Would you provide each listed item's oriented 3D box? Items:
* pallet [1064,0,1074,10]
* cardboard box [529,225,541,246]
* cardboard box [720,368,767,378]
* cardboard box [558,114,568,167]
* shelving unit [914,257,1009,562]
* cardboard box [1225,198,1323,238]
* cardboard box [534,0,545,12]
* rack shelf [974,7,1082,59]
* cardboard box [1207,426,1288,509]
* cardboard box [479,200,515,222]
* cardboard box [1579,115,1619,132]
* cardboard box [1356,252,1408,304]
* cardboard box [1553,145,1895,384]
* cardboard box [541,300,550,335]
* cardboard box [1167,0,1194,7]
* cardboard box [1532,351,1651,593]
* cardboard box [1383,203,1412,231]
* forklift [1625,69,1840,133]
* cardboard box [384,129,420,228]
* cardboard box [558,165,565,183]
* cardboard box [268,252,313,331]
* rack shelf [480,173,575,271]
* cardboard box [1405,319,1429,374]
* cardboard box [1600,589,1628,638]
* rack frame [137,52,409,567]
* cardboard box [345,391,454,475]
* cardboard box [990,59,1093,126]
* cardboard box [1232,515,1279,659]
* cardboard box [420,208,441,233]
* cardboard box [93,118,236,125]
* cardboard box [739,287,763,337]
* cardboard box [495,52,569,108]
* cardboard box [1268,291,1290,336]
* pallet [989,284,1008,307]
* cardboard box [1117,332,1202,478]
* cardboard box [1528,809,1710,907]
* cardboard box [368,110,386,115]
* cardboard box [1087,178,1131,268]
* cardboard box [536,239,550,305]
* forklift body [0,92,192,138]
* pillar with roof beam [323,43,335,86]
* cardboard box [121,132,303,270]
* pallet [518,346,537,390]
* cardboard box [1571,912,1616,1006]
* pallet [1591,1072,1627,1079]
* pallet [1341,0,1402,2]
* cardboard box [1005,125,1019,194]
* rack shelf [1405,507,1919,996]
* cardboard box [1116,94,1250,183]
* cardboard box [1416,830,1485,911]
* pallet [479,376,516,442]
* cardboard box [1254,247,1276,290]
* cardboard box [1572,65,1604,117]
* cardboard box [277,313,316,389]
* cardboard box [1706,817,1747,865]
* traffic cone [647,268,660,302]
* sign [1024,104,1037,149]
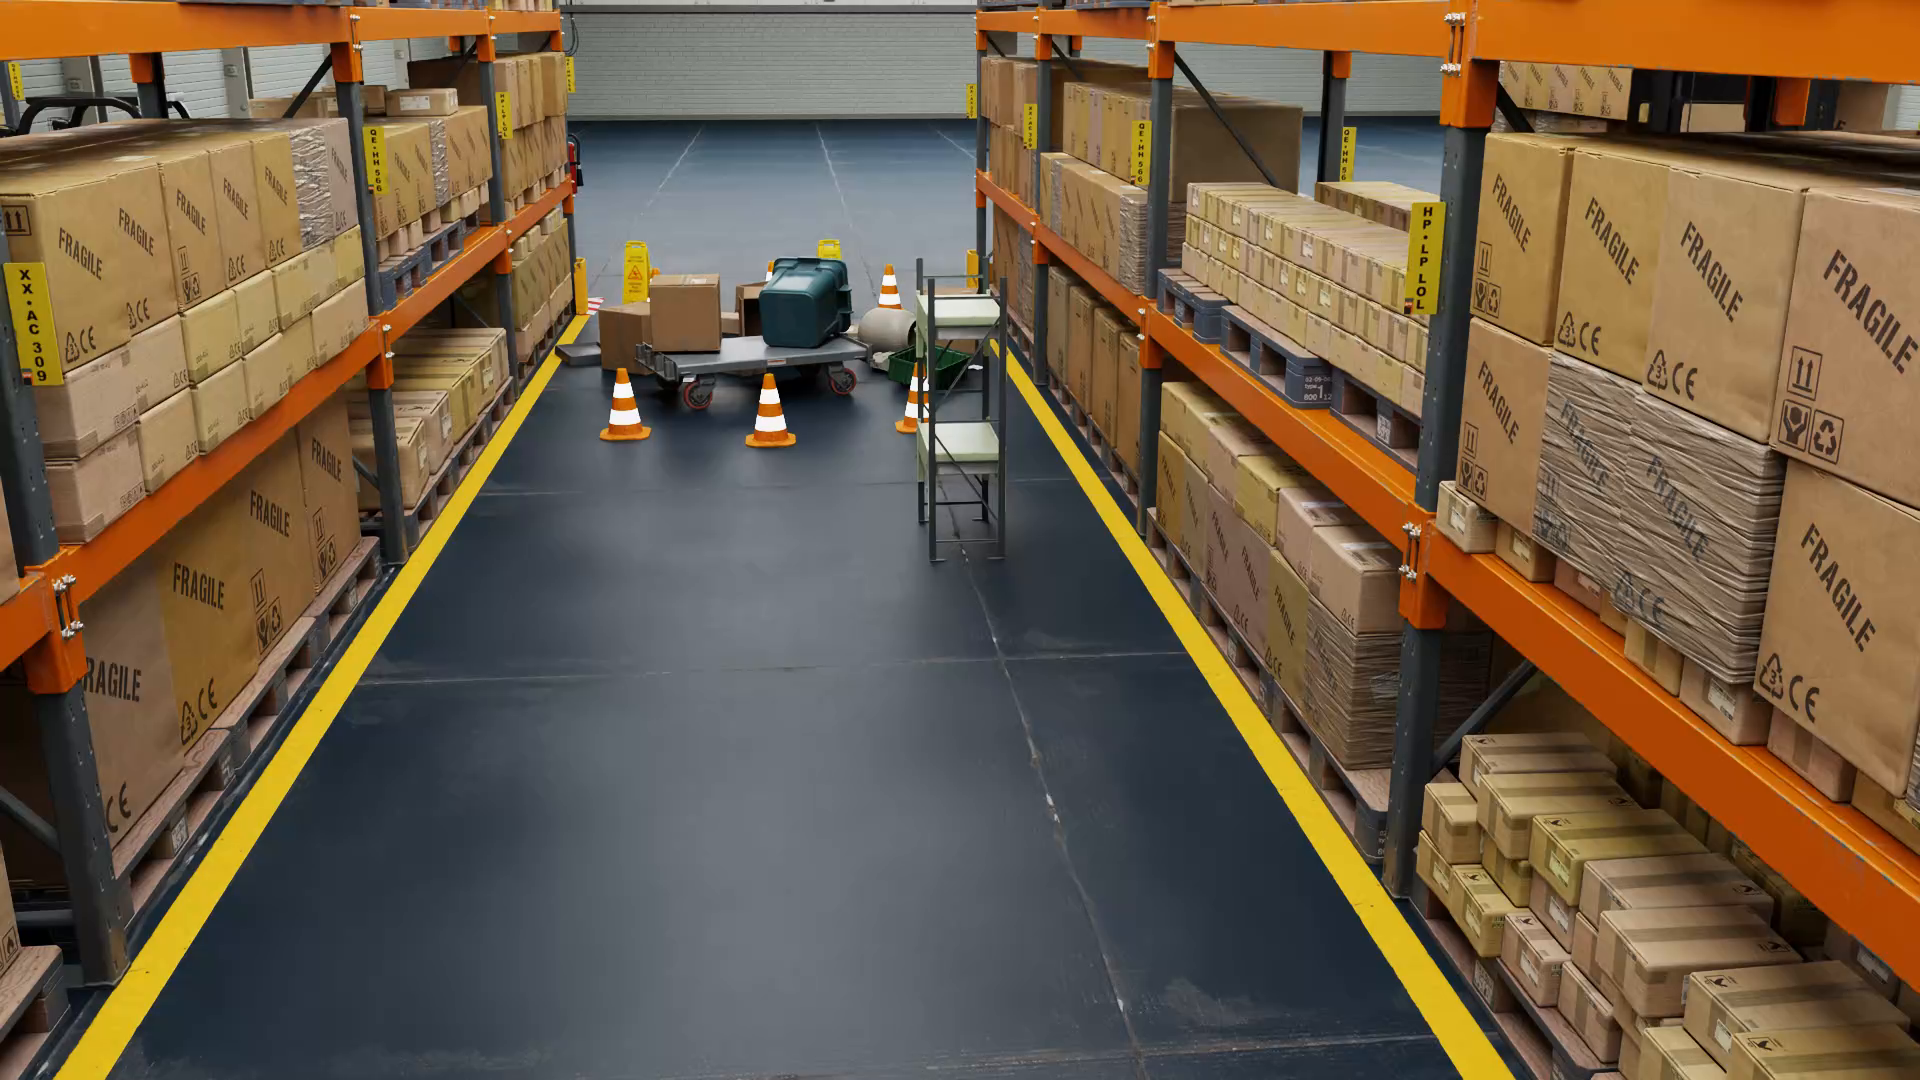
[{"bbox_3d":[1.223,-3.737,11.384,0.805,0.209,1.217,-2,18,-8],"label":"pallet"},{"bbox_3d":[-3.664,-2.498,13.680,0.380,0.149,0.250,-1,17,-2],"label":"cardboard box"},{"bbox_3d":[-1.783,-1.490,13.481,0.396,0.266,0.258,16,24,42],"label":"cardboard box"},{"bbox_3d":[-3.916,-3.714,15.335,0.500,0.500,0.500,-2,18,-7],"label":"cardboard box"},{"bbox_3d":[-0.001,-0.718,8.959,0.431,1.500,0.755,-2,18,-6],"label":"shelving unit"},{"bbox_3d":[1.425,-1.466,7.562,0.380,0.149,0.250,-3,18,-8],"label":"cardboard box"},{"bbox_3d":[-3.879,-4.738,14.672,0.380,0.149,0.250,-1,17,-4],"label":"cardboard box"},{"bbox_3d":[0.874,-4.353,14.226,1.077,0.370,4.000,-2,18,-6],"label":"rack shelf"},{"bbox_3d":[1.413,-0.331,7.443,0.500,0.250,0.500,-2,18,-5],"label":"cardboard box"},{"bbox_3d":[-3.547,-2.470,12.455,0.380,0.149,0.250,-2,18,-6],"label":"cardboard box"},{"bbox_3d":[5.871,-3.413,14.378,0.875,0.500,0.500,-2,18,-6],"label":"cardboard box"},{"bbox_3d":[1.616,-0.920,5.826,0.380,0.149,0.250,-2,18,-7],"label":"cardboard box"},{"bbox_3d":[1.778,-0.656,3.926,0.500,0.500,0.500,-2,18,-7],"label":"cardboard box"},{"bbox_3d":[-3.749,-1.875,14.031,0.500,0.250,0.500,-2,18,-6],"label":"cardboard box"},{"bbox_3d":[1.287,-2.777,7.841,0.500,0.500,0.500,-2,18,-6],"label":"cardboard box"},{"bbox_3d":[1.764,-0.172,4.055,0.500,0.500,0.500,-2,18,-6],"label":"cardboard box"},{"bbox_3d":[2.100,-1.405,7.370,0.380,0.149,0.250,-2,18,-6],"label":"cardboard box"},{"bbox_3d":[4.492,-1.785,9.970,1.130,2.935,3.031,7,19,20],"label":"forklift"},{"bbox_3d":[-3.298,-1.980,9.112,0.500,0.500,0.500,-1,17,-3],"label":"cardboard box"},{"bbox_3d":[-3.858,-3.381,15.357,0.380,0.149,0.250,-2,18,-6],"label":"cardboard box"},{"bbox_3d":[-2.988,-1.020,6.834,0.500,0.250,0.500,-2,18,-7],"label":"cardboard box"},{"bbox_3d":[-4.040,-2.738,14.093,1.077,0.370,4.000,-2,18,-6],"label":"rack shelf"},{"bbox_3d":[1.668,-0.620,5.366,0.380,0.149,0.250,-1,17,-4],"label":"cardboard box"},{"bbox_3d":[1.811,0.163,4.070,0.380,0.149,0.250,-3,18,-8],"label":"cardboard box"},{"bbox_3d":[-3.421,-1.294,8.291,1.000,3.000,0.127,-2,18,-6],"label":"rack frame"},{"bbox_3d":[-3.553,-0.629,9.858,0.950,0.372,0.625,-2,18,-7],"label":"cardboard box"},{"bbox_3d":[0.738,-4.003,14.868,0.875,0.550,0.550,-2,18,-6],"label":"cardboard box"},{"bbox_3d":[1.477,0.188,7.041,0.500,0.500,0.500,-2,18,-7],"label":"cardboard box"},{"bbox_3d":[-3.388,-1.960,10.131,0.380,0.149,0.250,-1,17,-4],"label":"cardboard box"},{"bbox_3d":[-3.613,-1.664,7.634,0.500,0.500,0.500,-2,18,-7],"label":"cardboard box"},{"bbox_3d":[-1.442,-1.828,13.932,0.797,0.637,0.503,-2,18,-6],"label":"cardboard box"},{"bbox_3d":[-3.976,-4.199,15.210,0.700,0.500,0.500,-2,18,-7],"label":"cardboard box"},{"bbox_3d":[1.502,-0.945,6.899,0.380,0.149,0.250,-2,18,-7],"label":"cardboard box"},{"bbox_3d":[0.828,-2.294,16.132,1.003,0.211,1.213,-2,18,-6],"label":"pallet"},{"bbox_3d":[1.519,-0.788,9.735,1.050,0.750,0.750,-2,18,-6],"label":"cardboard box"},{"bbox_3d":[1.779,0.857,4.503,0.380,0.149,0.250,-2,18,-6],"label":"cardboard box"},{"bbox_3d":[-4.018,-2.578,11.016,0.500,0.500,0.500,-2,18,-5],"label":"cardboard box"},{"bbox_3d":[1.077,-1.948,10.208,0.500,0.500,0.500,-2,18,-7],"label":"cardboard box"},{"bbox_3d":[-3.744,-2.230,13.909,0.500,0.500,0.500,-1,17,-3],"label":"cardboard box"},{"bbox_3d":[-7.173,-2.609,13.898,2.313,2.155,1.214,-2,18,-6],"label":"forklift body"},{"bbox_3d":[-7.582,-11.646,31.248,9.100,9.000,0.400,-2,18,-6],"label":"pillar with roof beam"},{"bbox_3d":[-3.002,-1.372,6.703,0.500,0.500,0.500,-2,18,-6],"label":"cardboard box"},{"bbox_3d":[-3.938,-1.354,13.138,1.003,0.211,1.213,-2,18,-6],"label":"pallet"},{"bbox_3d":[1.825,1.075,4.306,0.380,0.149,0.250,-3,18,-8],"label":"cardboard box"},{"bbox_3d":[2.138,1.608,3.701,1.003,0.211,1.213,-2,18,-6],"label":"pallet"},{"bbox_3d":[1.947,-1.814,5.253,1.213,0.211,1.003,-2,18,-6],"label":"pallet"},{"bbox_3d":[0.858,-3.332,14.533,0.875,0.550,0.500,-2,18,-6],"label":"cardboard box"},{"bbox_3d":[2.111,0.654,3.288,1.077,0.370,4.000,-2,18,-6],"label":"rack shelf"},{"bbox_3d":[1.347,-2.439,10.103,0.700,0.500,0.500,-2,18,-6],"label":"cardboard box"},{"bbox_3d":[1.623,0.993,5.065,0.380,0.149,0.250,-3,18,-8],"label":"cardboard box"},{"bbox_3d":[-3.752,-0.923,11.766,1.003,0.211,1.213,-2,18,-6],"label":"pallet"},{"bbox_3d":[1.477,-1.166,7.104,0.380,0.149,0.250,-2,18,-6],"label":"cardboard box"},{"bbox_3d":[5.600,-3.882,14.202,0.500,0.500,0.500,-2,18,-6],"label":"cardboard box"},{"bbox_3d":[-3.006,-0.778,6.896,0.500,0.250,0.500,-2,18,-6],"label":"cardboard box"},{"bbox_3d":[2.299,0.838,4.567,0.380,0.149,0.250,-2,18,-6],"label":"cardboard box"},{"bbox_3d":[-2.918,-2.379,15.982,0.336,0.463,0.334,-2,18,-6],"label":"traffic cone"},{"bbox_3d":[0.528,-3.102,12.472,0.100,0.325,0.005,-2,18,-6],"label":"sign"}]
